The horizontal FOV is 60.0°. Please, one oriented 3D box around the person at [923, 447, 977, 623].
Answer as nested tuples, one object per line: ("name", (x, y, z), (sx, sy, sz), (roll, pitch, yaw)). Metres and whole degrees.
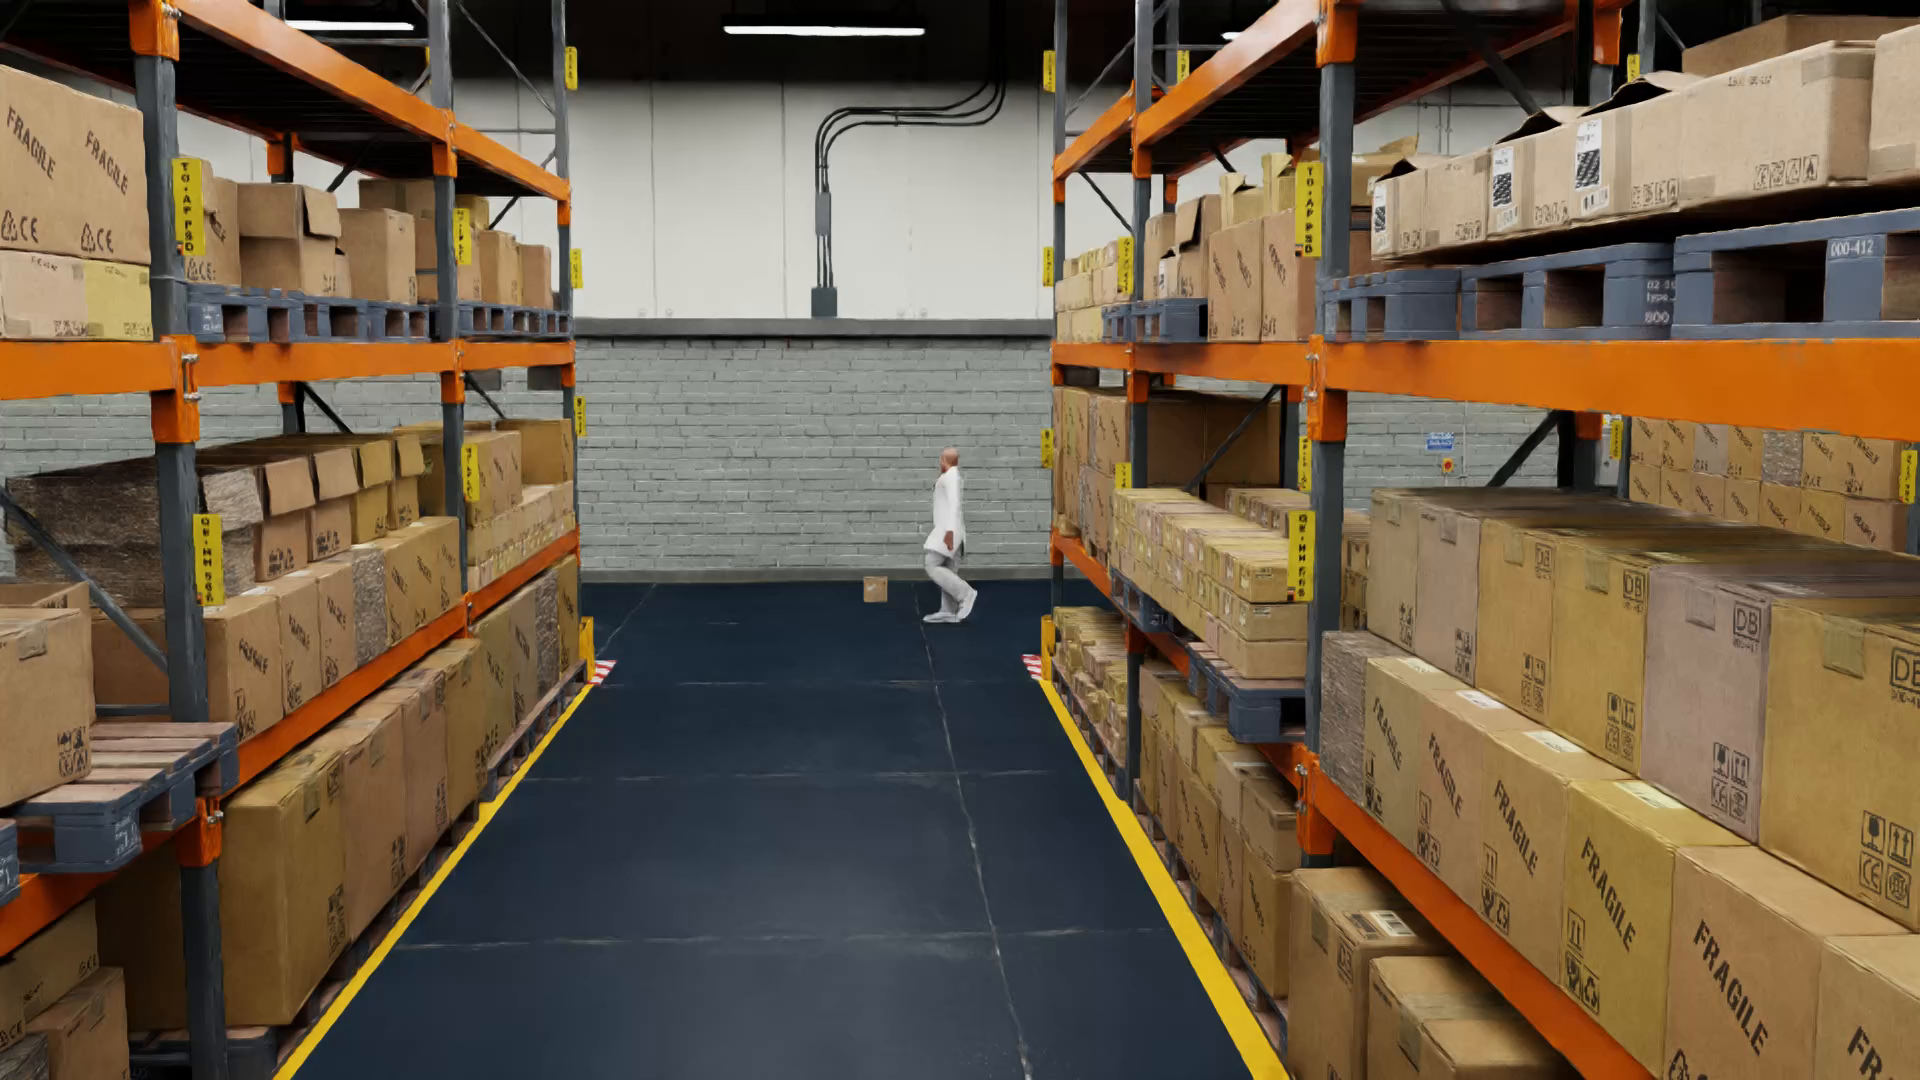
("person", (-0.086, -0.050, 16.736), (0.562, 1.749, 0.754), (1, 7, 7))
